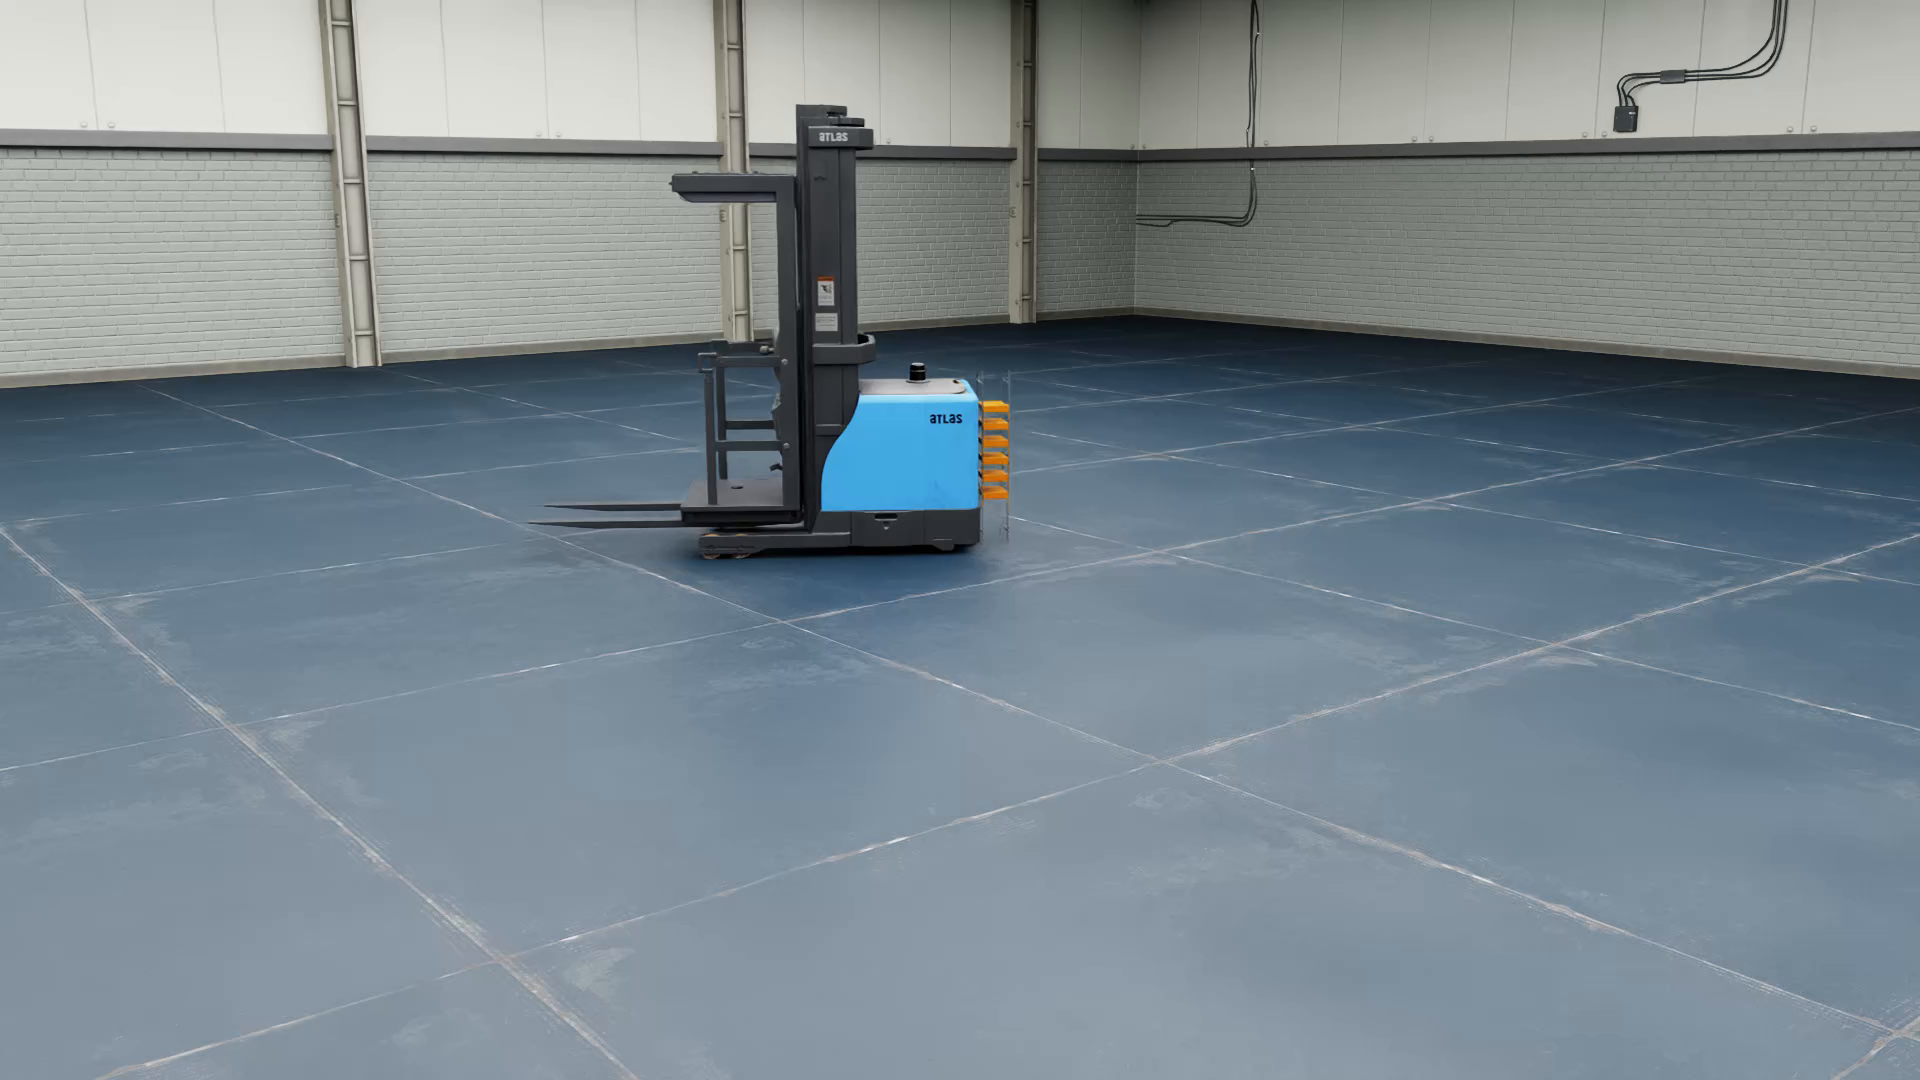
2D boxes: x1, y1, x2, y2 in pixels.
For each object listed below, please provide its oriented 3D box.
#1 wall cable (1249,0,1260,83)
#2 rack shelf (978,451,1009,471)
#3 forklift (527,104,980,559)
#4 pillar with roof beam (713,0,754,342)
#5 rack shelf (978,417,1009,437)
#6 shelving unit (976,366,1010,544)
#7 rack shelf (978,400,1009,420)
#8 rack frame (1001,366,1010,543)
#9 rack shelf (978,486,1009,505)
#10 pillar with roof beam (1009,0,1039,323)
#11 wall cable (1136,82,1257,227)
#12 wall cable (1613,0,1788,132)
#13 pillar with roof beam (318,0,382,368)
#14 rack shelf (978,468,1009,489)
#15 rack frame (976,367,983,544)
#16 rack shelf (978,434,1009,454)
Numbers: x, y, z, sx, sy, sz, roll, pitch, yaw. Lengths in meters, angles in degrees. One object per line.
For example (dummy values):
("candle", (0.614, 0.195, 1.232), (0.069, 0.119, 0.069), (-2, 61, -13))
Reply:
("wall cable", (5.954, -9.047, 27.887), (0.112, 2.526, 3.097), (-9, 15, -38))
("rack shelf", (0.224, -0.543, 11.510), (0.180, 0.103, 0.258), (-2, 12, -10))
("forklift", (-1.405, -1.422, 11.271), (3.031, 2.935, 1.130), (-1, 12, -4))
("pillar with roof beam", (-0.858, -6.890, 22.411), (0.400, 9.000, 9.100), (-9, 15, -38))
("rack shelf", (0.224, -0.778, 11.460), (0.180, 0.103, 0.258), (-2, 12, -10))
("shelving unit", (0.224, -0.586, 11.501), (0.189, 1.200, 0.258), (-2, 12, -10))
("rack shelf", (0.225, -0.895, 11.436), (0.180, 0.103, 0.258), (-2, 12, -10))
("rack frame", (0.315, -0.590, 11.517), (0.006, 1.200, 0.240), (-2, 12, -10))
("rack shelf", (0.224, -0.308, 11.560), (0.180, 0.103, 0.258), (-2, 12, -10))
("pillar with roof beam", (3.827, -7.668, 26.077), (0.400, 9.000, 9.100), (-9, 15, -38))
("wall cable", (4.264, -7.015, 30.478), (0.112, 2.526, 3.097), (-9, 15, -38))
("wall cable", (10.182, -8.656, 22.541), (0.169, 6.003, 2.305), (-9, 15, -38))
("pillar with roof beam", (-5.543, -6.111, 18.744), (0.400, 9.000, 9.100), (-9, 15, -38))
("rack shelf", (0.224, -0.426, 11.535), (0.180, 0.103, 0.258), (-2, 12, -10))
("rack frame", (0.134, -0.583, 11.485), (0.006, 1.200, 0.240), (-2, 12, -10))
("rack shelf", (0.224, -0.660, 11.485), (0.180, 0.103, 0.258), (-2, 12, -10))
